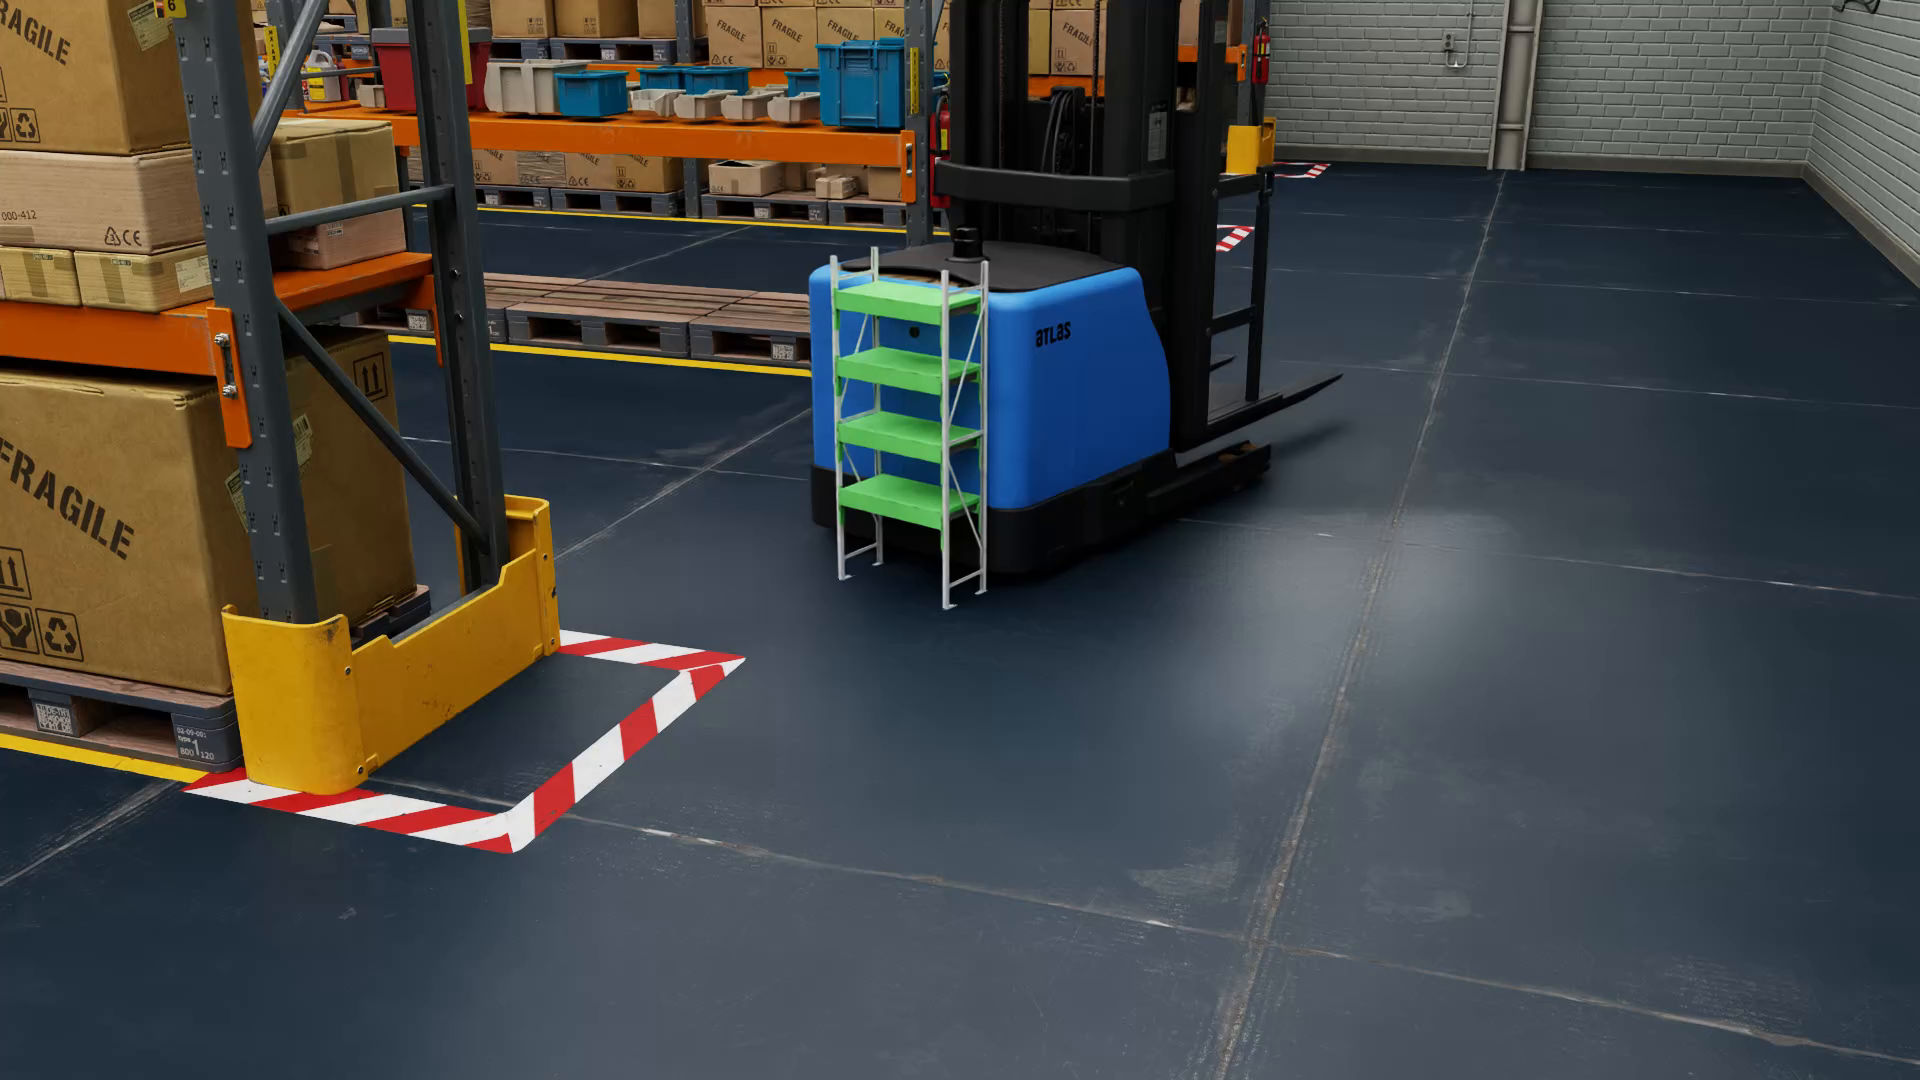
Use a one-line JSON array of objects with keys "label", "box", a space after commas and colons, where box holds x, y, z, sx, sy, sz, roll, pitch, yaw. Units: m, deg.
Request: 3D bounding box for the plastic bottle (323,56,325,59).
[{"label": "plastic bottle", "box": [-4.178, -3.015, 10.847, 0.133, 0.283, 0.061, 7, 20, 18]}]

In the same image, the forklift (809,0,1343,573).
[{"label": "forklift", "box": [0.715, -1.679, 6.941, 1.130, 2.935, 3.031, 14, 24, 35]}]

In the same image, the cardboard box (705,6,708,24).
[{"label": "cardboard box", "box": [-3.038, -6.348, 19.595, 0.500, 0.500, 0.500, 6, 20, 18]}]

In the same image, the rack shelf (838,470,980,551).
[{"label": "rack shelf", "box": [-0.177, -0.111, 5.996, 0.480, 0.148, 0.258, 14, 24, 35]}]

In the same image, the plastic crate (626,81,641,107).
[{"label": "plastic crate", "box": [-2.102, -2.693, 10.054, 0.466, 0.136, 0.293, 7, 20, 18]}]

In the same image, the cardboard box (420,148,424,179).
[{"label": "cardboard box", "box": [-4.690, -3.634, 15.574, 0.500, 0.500, 0.500, 6, 20, 17]}]

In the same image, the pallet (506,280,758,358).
[{"label": "pallet", "box": [-1.982, -1.368, 10.181, 1.213, 0.211, 1.003, 7, 20, 18]}]

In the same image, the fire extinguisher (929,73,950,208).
[{"label": "fire extinguisher", "box": [-0.073, -2.081, 8.674, 0.183, 0.674, 0.296, 7, 20, 18]}]

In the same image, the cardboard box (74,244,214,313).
[{"label": "cardboard box", "box": [-2.137, -0.729, 4.492, 0.250, 0.149, 0.380, 7, 20, 19]}]

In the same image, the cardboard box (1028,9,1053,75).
[{"label": "cardboard box", "box": [0.559, -4.057, 13.507, 0.500, 0.500, 0.500, 7, 20, 19]}]

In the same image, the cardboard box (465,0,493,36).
[{"label": "cardboard box", "box": [-4.561, -4.910, 15.315, 0.500, 0.500, 0.700, 11, 22, 28]}]

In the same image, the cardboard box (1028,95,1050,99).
[{"label": "cardboard box", "box": [0.835, -5.026, 18.611, 0.250, 0.149, 0.380, 6, 20, 17]}]

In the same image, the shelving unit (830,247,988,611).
[{"label": "shelving unit", "box": [-0.177, -0.398, 5.896, 0.503, 1.200, 0.258, 14, 24, 35]}]

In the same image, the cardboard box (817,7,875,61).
[{"label": "cardboard box", "box": [-0.868, -4.222, 13.979, 0.500, 0.500, 0.500, 6, 20, 18]}]

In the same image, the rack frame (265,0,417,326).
[{"label": "rack frame", "box": [-3.845, -2.884, 10.292, 0.127, 3.000, 1.000, 7, 20, 18]}]

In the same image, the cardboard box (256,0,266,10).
[{"label": "cardboard box", "box": [-8.699, -7.076, 21.376, 0.500, 0.500, 0.500, 6, 20, 18]}]

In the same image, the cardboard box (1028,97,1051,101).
[{"label": "cardboard box", "box": [1.036, -4.758, 18.828, 0.500, 0.500, 0.700, 7, 20, 19]}]

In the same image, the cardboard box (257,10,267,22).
[{"label": "cardboard box", "box": [-8.698, -6.724, 21.506, 0.500, 0.250, 0.500, 7, 20, 18]}]

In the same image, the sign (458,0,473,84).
[{"label": "sign", "box": [-1.504, -1.530, 4.972, 0.005, 0.325, 0.100, 7, 20, 18]}]

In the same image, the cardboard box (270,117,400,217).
[{"label": "cardboard box", "box": [-2.057, -1.117, 5.000, 0.500, 0.250, 0.500, 6, 20, 17]}]

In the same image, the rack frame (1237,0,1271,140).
[{"label": "rack frame", "box": [3.184, -5.532, 17.889, 0.127, 3.000, 1.000, 7, 20, 18]}]

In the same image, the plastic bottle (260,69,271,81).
[{"label": "plastic bottle", "box": [-4.526, -2.957, 10.804, 0.097, 0.201, 0.097, 0, 19, 0]}]

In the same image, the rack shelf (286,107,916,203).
[{"label": "rack shelf", "box": [-1.956, -2.328, 9.791, 4.000, 0.370, 1.077, 7, 20, 18]}]

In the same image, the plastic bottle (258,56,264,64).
[{"label": "plastic bottle", "box": [-4.604, -3.052, 10.970, 0.097, 0.271, 0.097, 0, 19, 0]}]

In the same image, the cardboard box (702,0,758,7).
[{"label": "cardboard box", "box": [-1.863, -4.804, 14.131, 0.500, 0.500, 0.500, 7, 20, 19]}]

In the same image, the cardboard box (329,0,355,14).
[{"label": "cardboard box", "box": [-7.681, -7.018, 21.331, 0.500, 0.500, 0.700, 7, 20, 18]}]

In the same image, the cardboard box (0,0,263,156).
[{"label": "cardboard box", "box": [-2.239, -1.306, 4.403, 0.500, 0.500, 0.500, 7, 20, 19]}]

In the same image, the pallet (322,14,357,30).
[{"label": "pallet", "box": [-7.477, -6.610, 21.273, 1.213, 0.211, 1.003, 7, 20, 18]}]

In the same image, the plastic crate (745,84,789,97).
[{"label": "plastic crate", "box": [-1.108, -2.618, 9.840, 0.298, 0.136, 0.250, 7, 20, 18]}]

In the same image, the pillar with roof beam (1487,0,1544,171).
[{"label": "pillar with roof beam", "box": [4.606, -7.004, 12.997, 0.400, 9.000, 9.100, 7, 20, 18]}]

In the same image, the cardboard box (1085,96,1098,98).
[{"label": "cardboard box", "box": [1.476, -5.086, 18.783, 0.250, 0.149, 0.380, 7, 20, 19]}]

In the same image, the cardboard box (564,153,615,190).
[{"label": "cardboard box", "box": [-3.241, -3.471, 15.106, 0.500, 0.500, 0.500, 7, 20, 18]}]

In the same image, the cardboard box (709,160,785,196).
[{"label": "cardboard box", "box": [-1.891, -3.249, 14.756, 0.500, 0.311, 0.500, 7, 20, 18]}]

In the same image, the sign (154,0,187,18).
[{"label": "sign", "box": [-1.883, -1.403, 3.925, 0.005, 0.325, 0.100, 7, 20, 18]}]

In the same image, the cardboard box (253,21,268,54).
[{"label": "cardboard box", "box": [-6.776, -4.970, 16.413, 0.500, 0.311, 0.500, 6, 20, 17]}]

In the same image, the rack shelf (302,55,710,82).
[{"label": "rack shelf", "box": [-4.105, -4.300, 15.447, 4.000, 0.370, 1.077, 7, 20, 18]}]

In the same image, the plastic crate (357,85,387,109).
[{"label": "plastic crate", "box": [-3.452, -2.693, 10.054, 0.243, 0.136, 0.396, 7, 20, 18]}]

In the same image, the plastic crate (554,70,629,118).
[{"label": "plastic crate", "box": [-2.091, -2.543, 9.478, 0.300, 0.233, 0.416, 7, 20, 18]}]

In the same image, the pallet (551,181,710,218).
[{"label": "pallet", "box": [-2.997, -3.183, 15.386, 1.213, 0.211, 1.003, 7, 20, 18]}]

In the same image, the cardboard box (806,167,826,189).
[{"label": "cardboard box", "box": [-1.211, -3.290, 15.120, 0.250, 0.149, 0.380, 7, 20, 18]}]

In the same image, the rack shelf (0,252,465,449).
[{"label": "rack shelf", "box": [-3.581, -0.788, 5.373, 4.000, 0.370, 1.077, 7, 20, 18]}]

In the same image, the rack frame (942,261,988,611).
[{"label": "rack frame", "box": [0.017, -0.350, 5.757, 0.015, 1.200, 0.240, 14, 24, 35]}]

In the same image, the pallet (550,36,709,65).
[{"label": "pallet", "box": [-2.935, -4.453, 15.086, 1.213, 0.211, 1.003, 7, 20, 18]}]

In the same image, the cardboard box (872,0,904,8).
[{"label": "cardboard box", "box": [-0.402, -4.638, 13.653, 0.500, 0.500, 0.500, 7, 20, 20]}]

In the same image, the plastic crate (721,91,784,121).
[{"label": "plastic crate", "box": [-1.165, -2.423, 9.280, 0.243, 0.136, 0.396, 7, 20, 18]}]

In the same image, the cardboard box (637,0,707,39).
[{"label": "cardboard box", "box": [-2.590, -4.790, 14.970, 0.500, 0.500, 0.700, 0, 19, 0]}]

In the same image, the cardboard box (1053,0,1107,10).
[{"label": "cardboard box", "box": [1.052, -4.473, 13.181, 0.500, 0.500, 0.500, 6, 20, 18]}]
